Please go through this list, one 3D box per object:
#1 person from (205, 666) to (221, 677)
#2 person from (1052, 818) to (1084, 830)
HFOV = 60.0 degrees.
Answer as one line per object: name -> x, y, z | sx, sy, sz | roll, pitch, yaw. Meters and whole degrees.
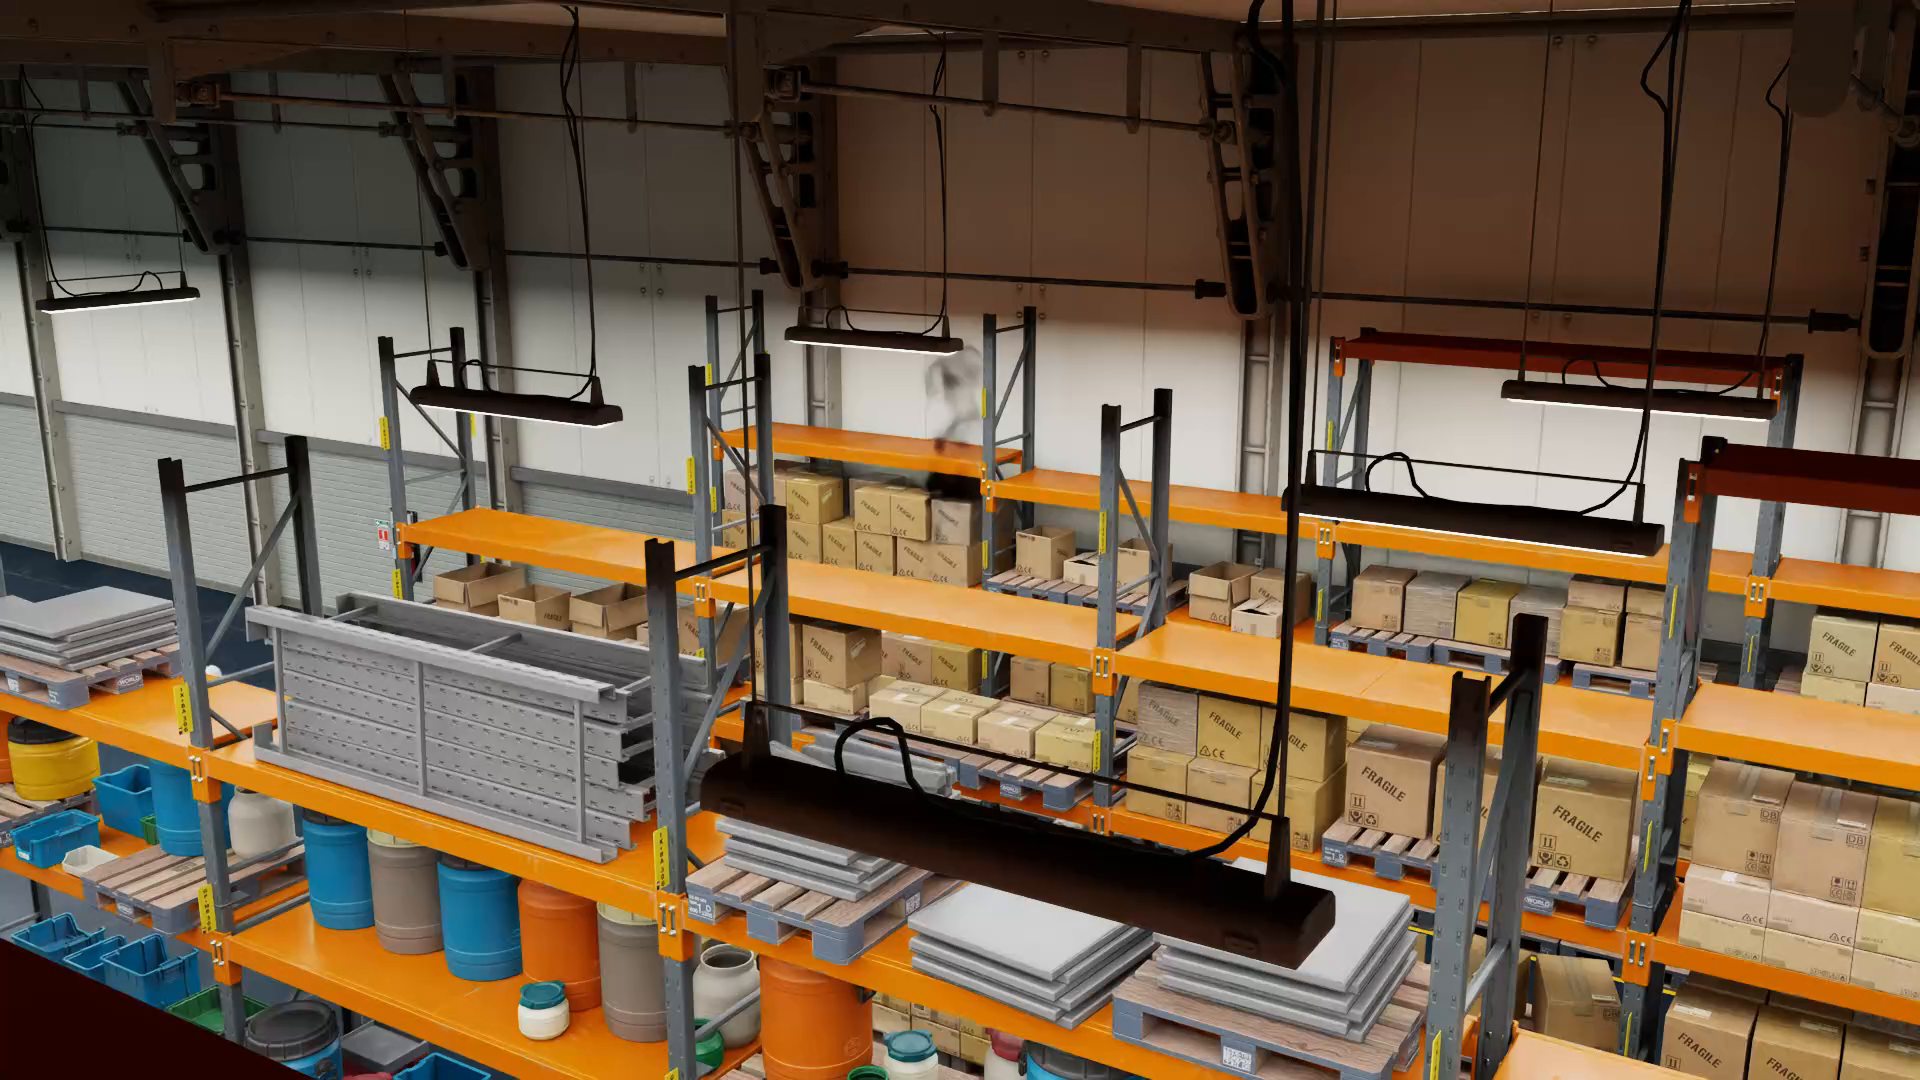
person -> -8.949, 2.333, 20.333 | 0.705, 1.737, 0.684 | -12, 18, -39
person -> 1.068, 3.250, 16.459 | 0.863, 1.771, 0.657 | 5, 15, 19
